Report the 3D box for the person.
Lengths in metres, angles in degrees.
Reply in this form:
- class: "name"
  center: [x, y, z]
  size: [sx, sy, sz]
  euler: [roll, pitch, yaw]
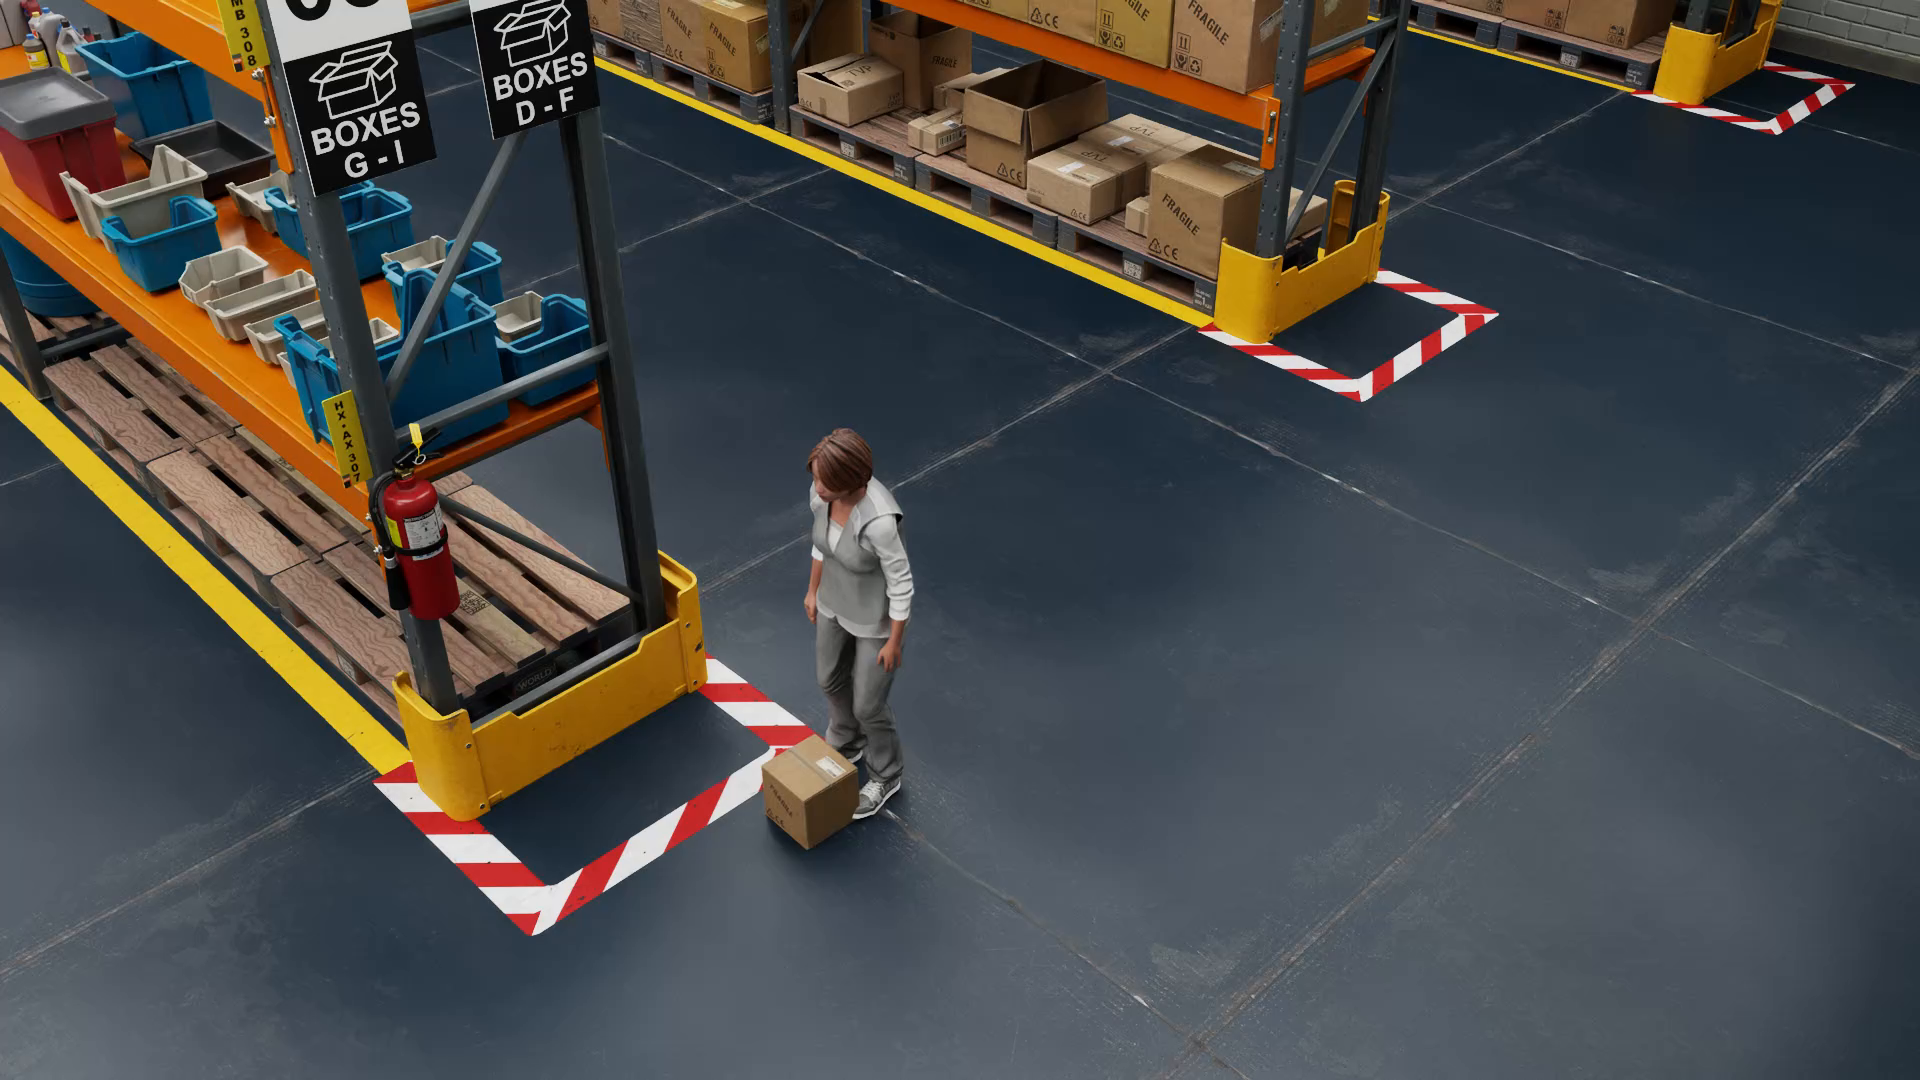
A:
- class: "person"
  center: [-0.371, 0.276, 5.777]
  size: [0.318, 1.591, 0.475]
  euler: [-30, 46, -35]
